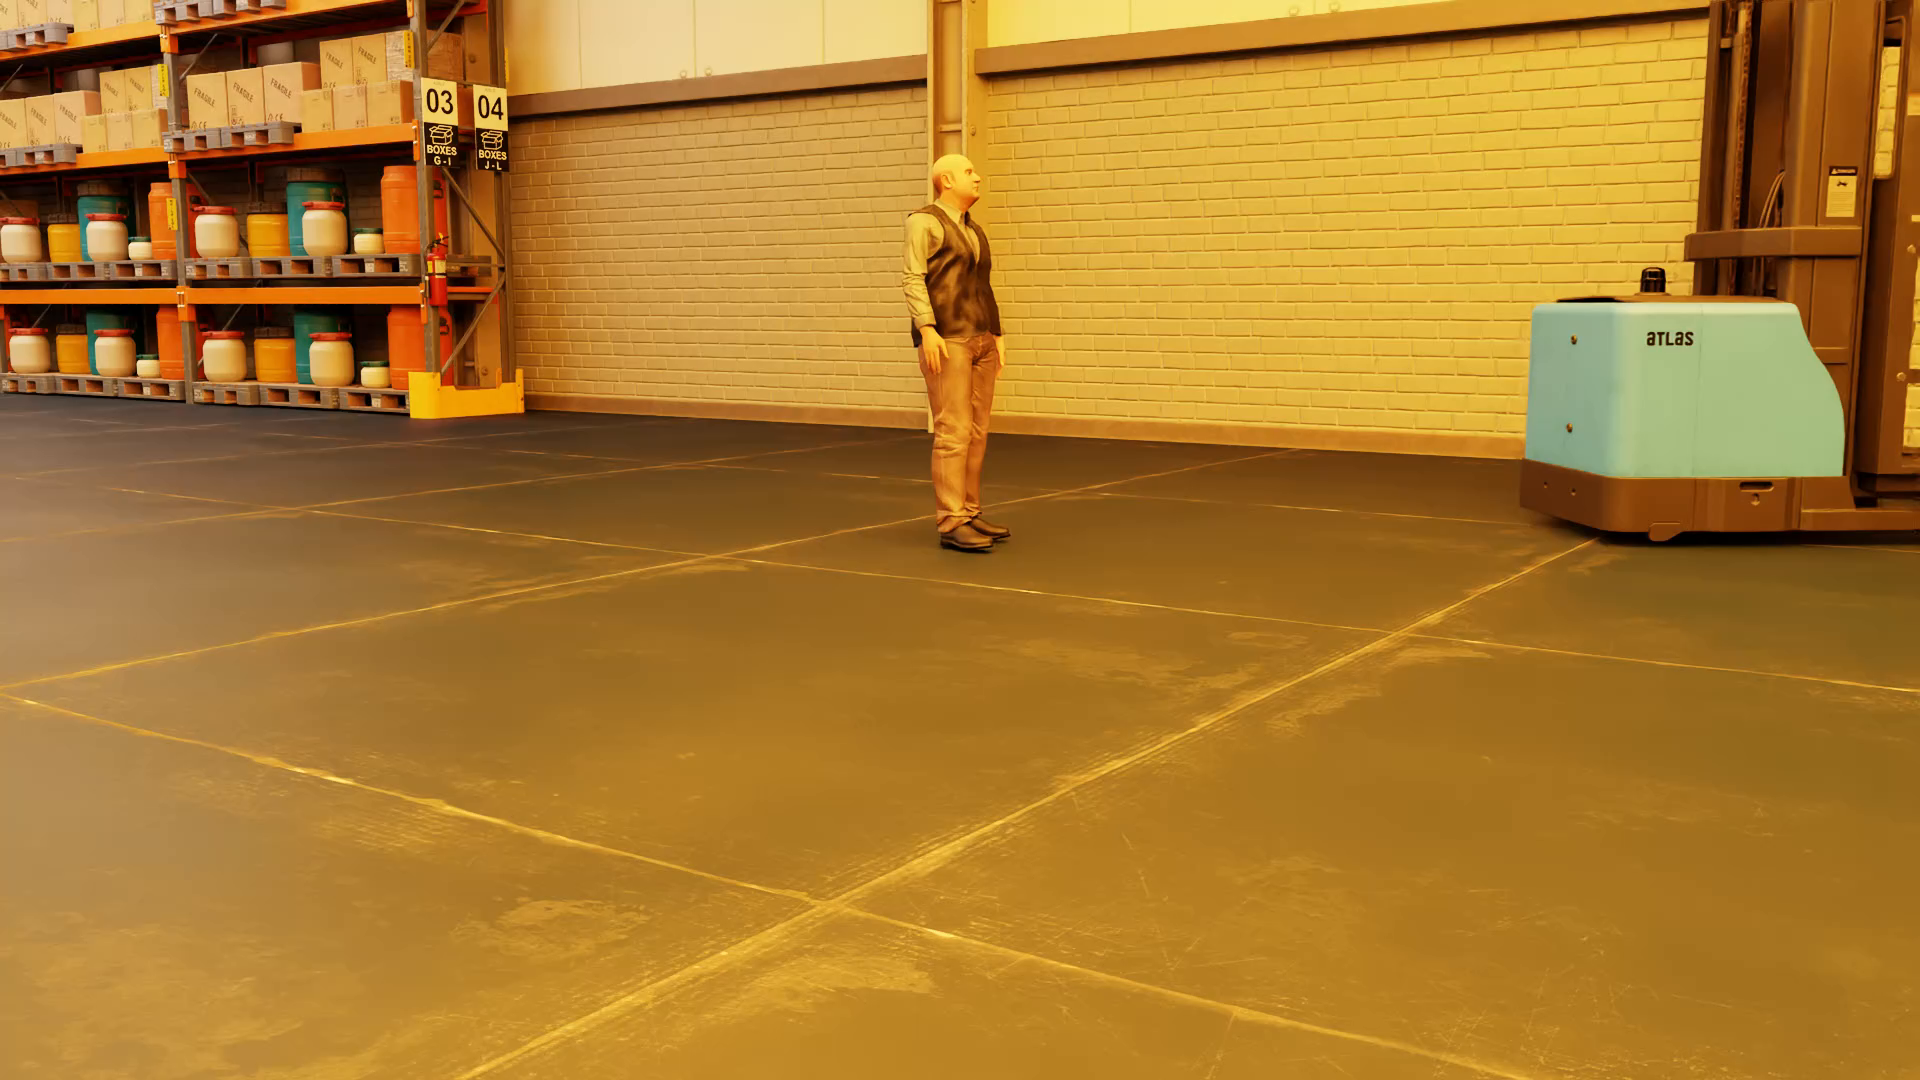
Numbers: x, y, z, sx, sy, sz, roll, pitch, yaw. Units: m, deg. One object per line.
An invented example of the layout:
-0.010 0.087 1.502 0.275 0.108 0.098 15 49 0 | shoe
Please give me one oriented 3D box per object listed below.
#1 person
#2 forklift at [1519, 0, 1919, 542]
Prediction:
0.048 -0.854 7.441 0.566 1.722 0.633 5 10 34 | person
4.327 -1.503 7.762 3.031 2.935 1.130 -1 8 -5 | forklift
